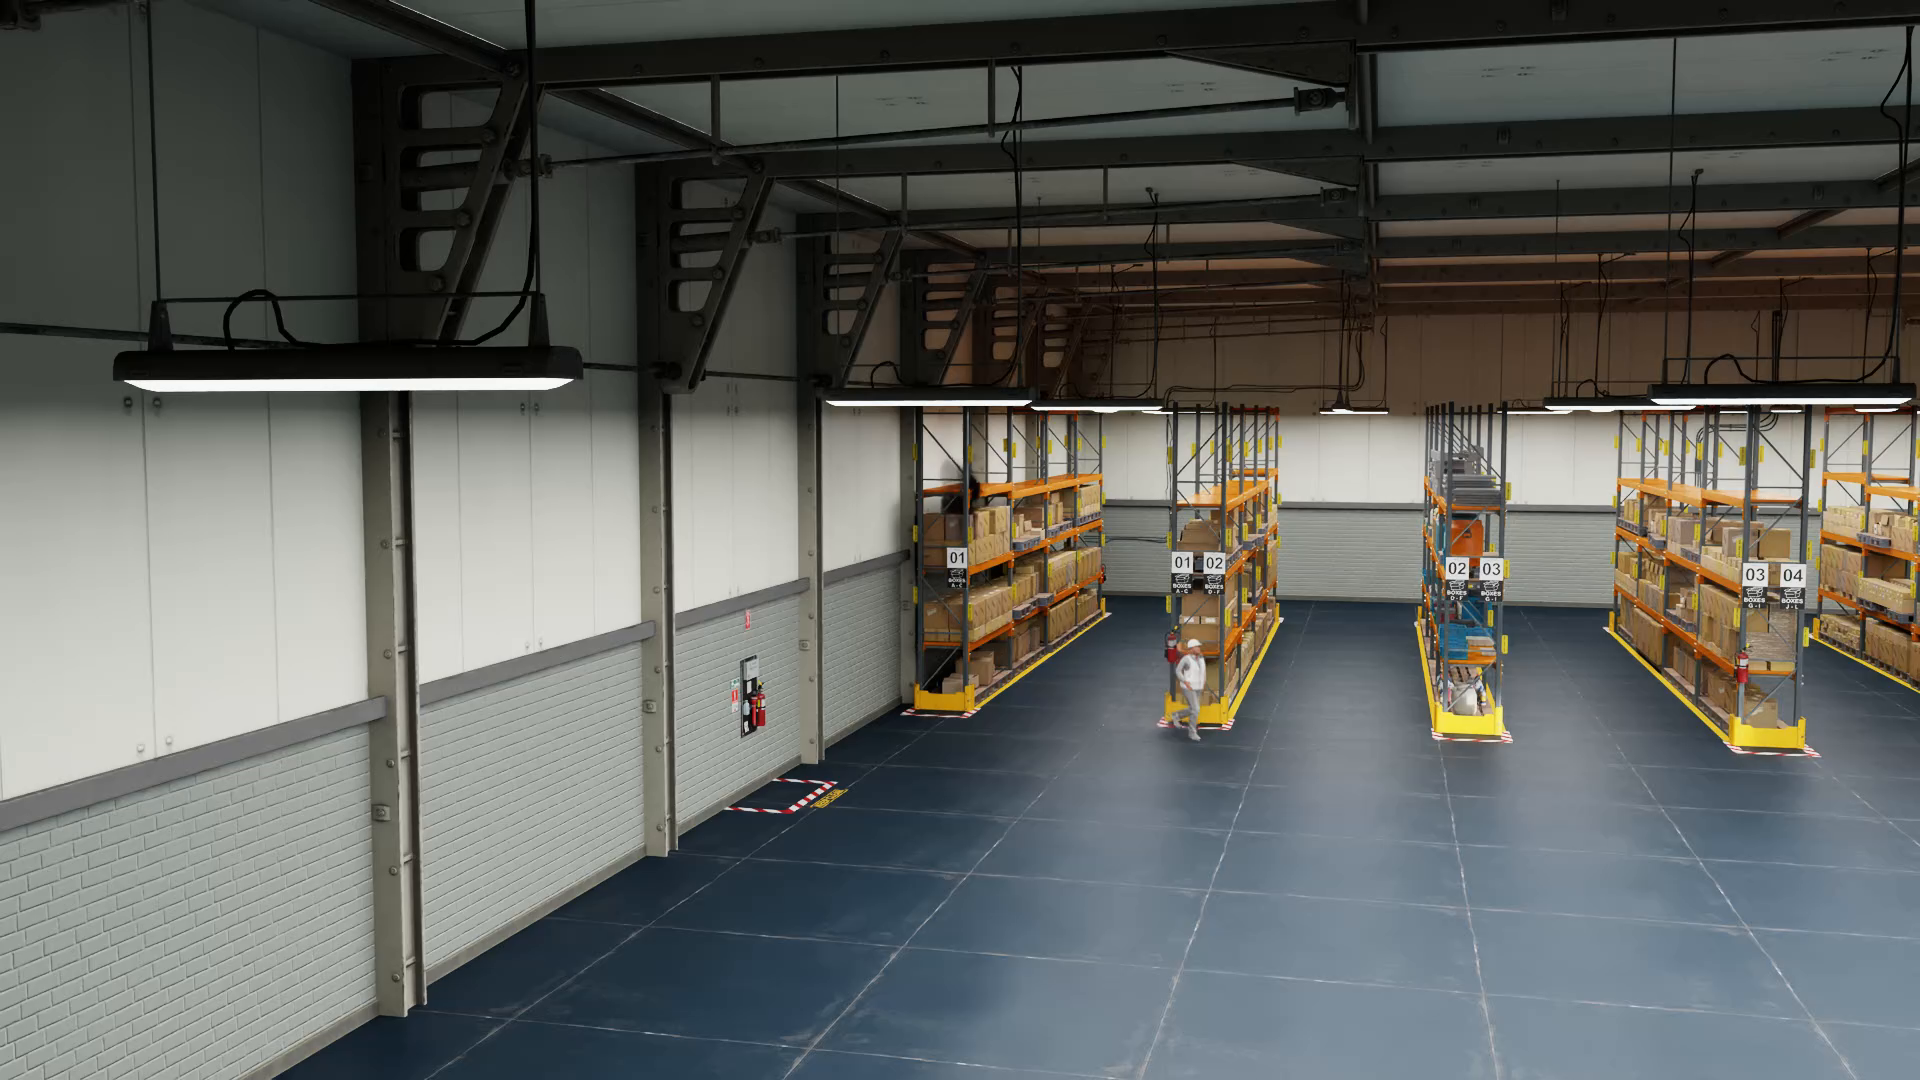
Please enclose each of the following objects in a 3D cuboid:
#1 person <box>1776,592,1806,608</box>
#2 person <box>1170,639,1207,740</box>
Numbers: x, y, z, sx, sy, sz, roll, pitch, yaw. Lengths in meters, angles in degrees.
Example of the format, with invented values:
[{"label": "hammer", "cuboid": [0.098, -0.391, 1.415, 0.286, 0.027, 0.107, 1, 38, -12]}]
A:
[{"label": "person", "cuboid": [20.495, 1.828, 41.065, 0.747, 1.738, 0.689, 1, 4, 19]}, {"label": "person", "cuboid": [4.112, 2.650, 29.819, 0.669, 1.788, 0.780, -3, 5, -40]}]
